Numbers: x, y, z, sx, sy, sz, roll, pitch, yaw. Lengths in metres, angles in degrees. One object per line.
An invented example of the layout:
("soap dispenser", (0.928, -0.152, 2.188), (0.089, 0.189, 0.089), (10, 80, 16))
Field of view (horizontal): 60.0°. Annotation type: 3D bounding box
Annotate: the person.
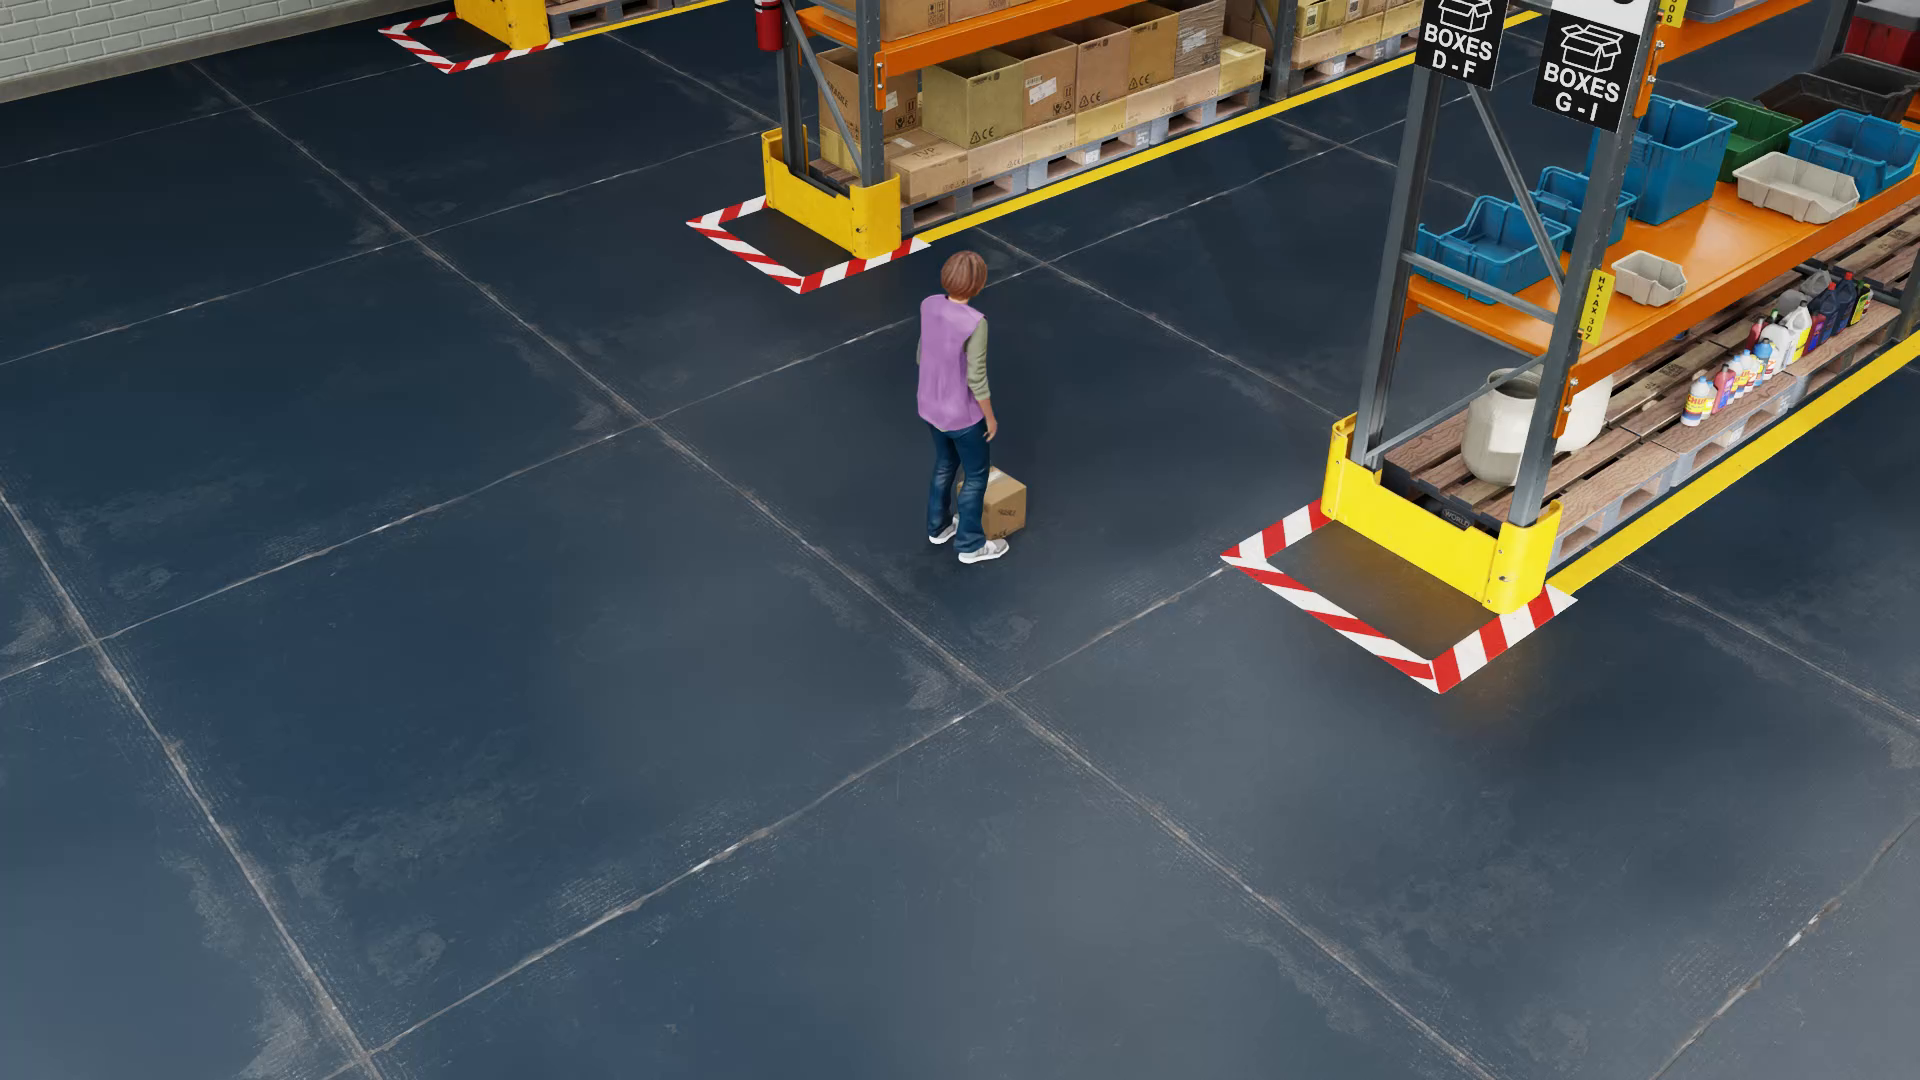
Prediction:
("person", (-0.015, -0.620, 7.925), (0.343, 1.591, 0.464), (-28, 45, -33))
